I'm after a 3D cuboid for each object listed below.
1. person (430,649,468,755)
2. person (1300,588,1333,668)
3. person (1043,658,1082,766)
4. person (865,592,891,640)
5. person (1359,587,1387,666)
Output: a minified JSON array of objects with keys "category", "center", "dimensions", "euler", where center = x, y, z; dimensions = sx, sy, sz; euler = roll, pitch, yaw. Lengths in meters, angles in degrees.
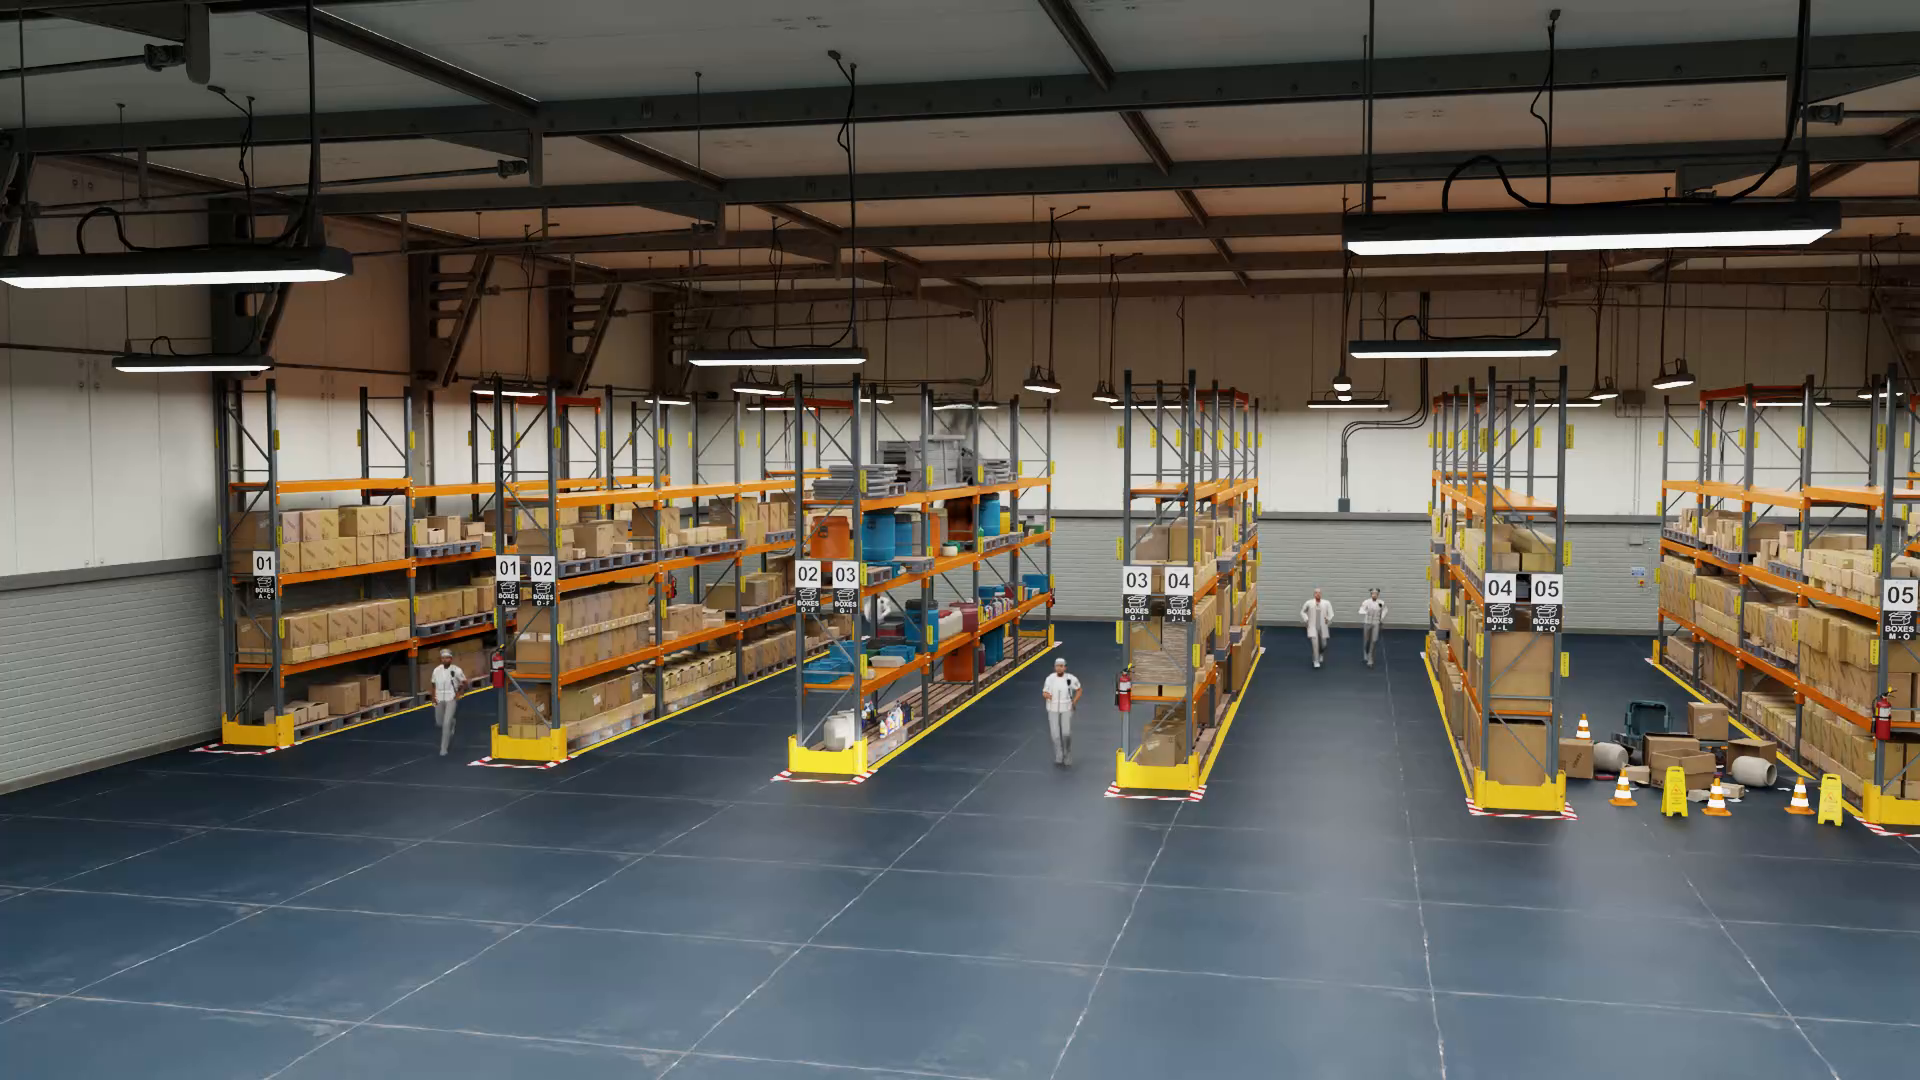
[{"category":"person","center":[-8.253,2.588,26.814],"dimensions":[0.568,1.679,0.869],"euler":[0,3,4]},{"category":"person","center":[7.882,1.943,36.703],"dimensions":[0.712,1.710,0.683],"euler":[0,3,6]},{"category":"person","center":[1.550,2.650,25.557],"dimensions":[0.587,1.660,0.610],"euler":[1,4,12]},{"category":"person","center":[-1.912,1.864,38.383],"dimensions":[0.625,1.669,0.599],"euler":[0,3,4]},{"category":"person","center":[9.244,1.917,37.242],"dimensions":[0.615,1.737,0.828],"euler":[1,4,15]}]
